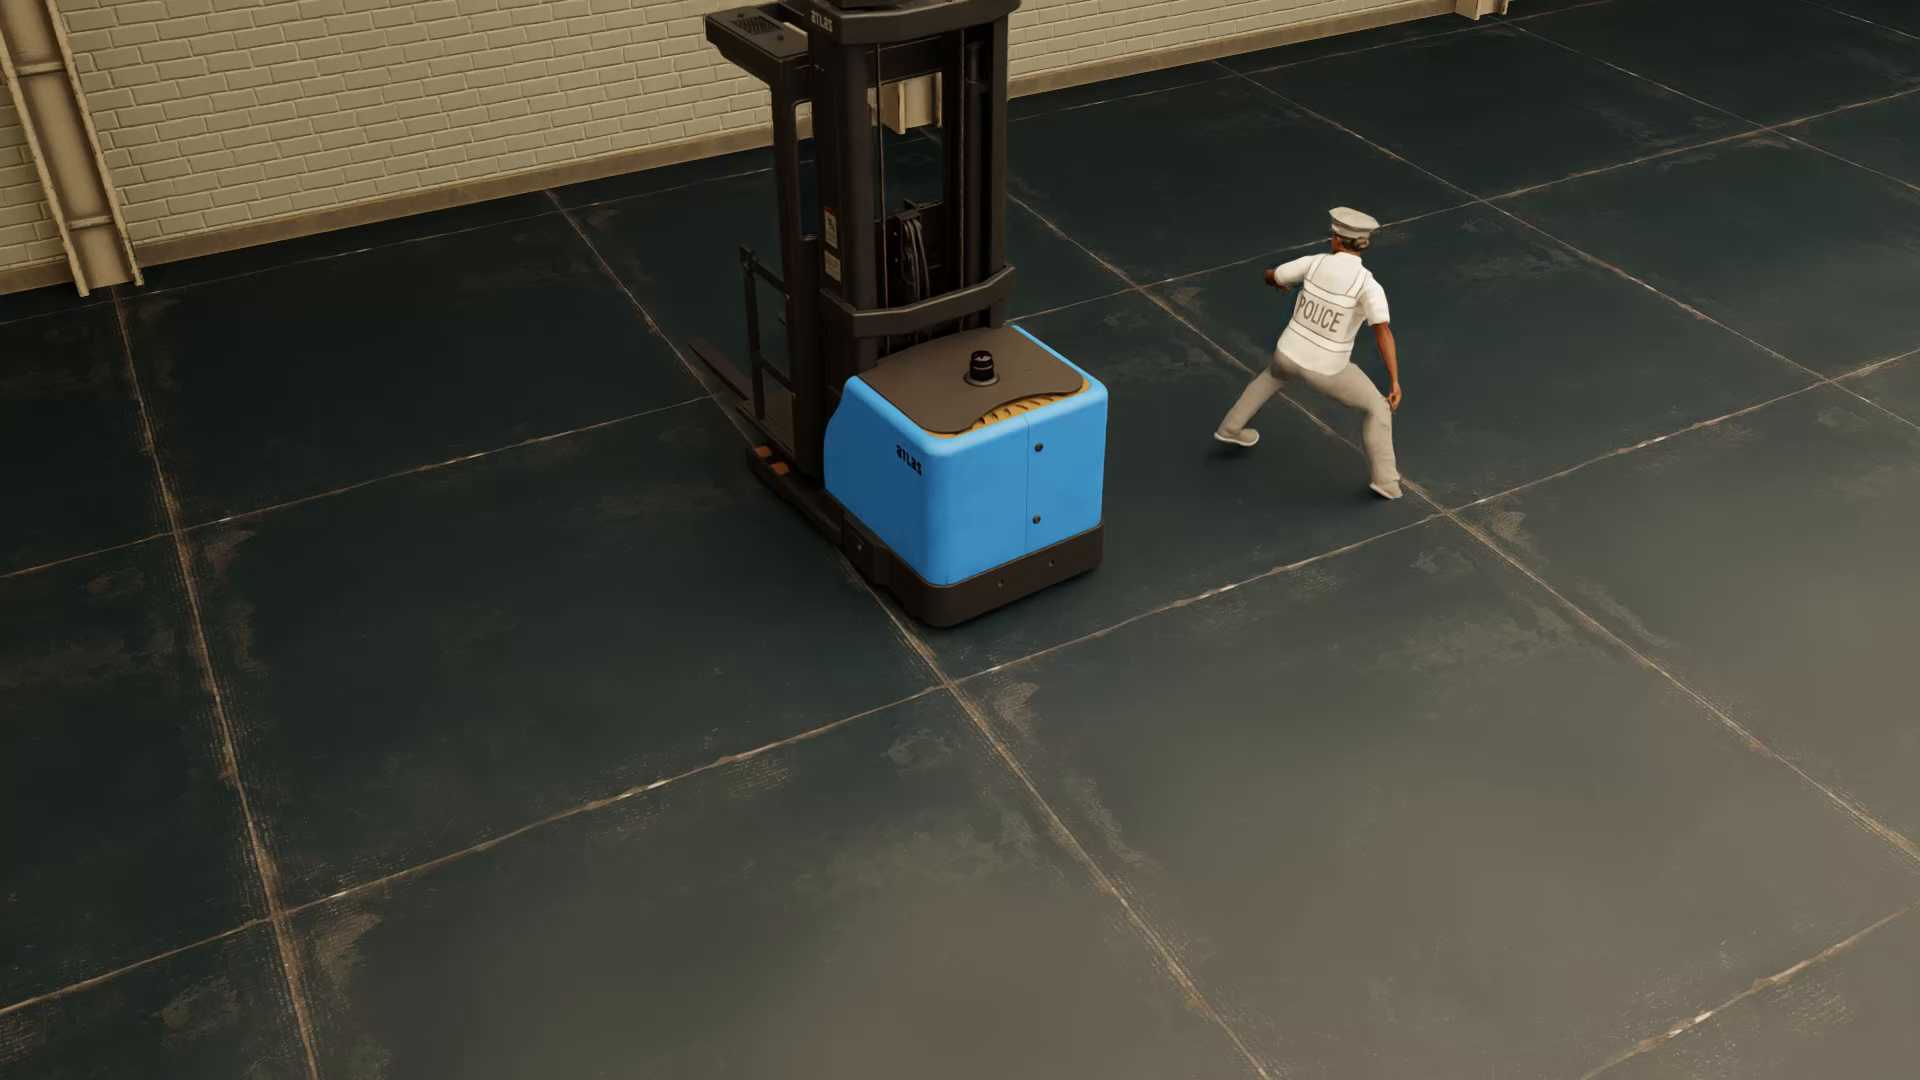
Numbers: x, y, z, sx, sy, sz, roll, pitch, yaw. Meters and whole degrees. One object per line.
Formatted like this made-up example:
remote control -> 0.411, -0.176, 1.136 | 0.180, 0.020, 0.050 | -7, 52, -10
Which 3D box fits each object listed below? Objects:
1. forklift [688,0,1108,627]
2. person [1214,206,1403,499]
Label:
forklift -> -0.517, -1.593, 8.376 | 1.130, 2.935, 3.031 | -21, 40, -27
person -> 1.959, -0.932, 8.767 | 0.515, 1.605, 1.062 | -30, 45, -35
